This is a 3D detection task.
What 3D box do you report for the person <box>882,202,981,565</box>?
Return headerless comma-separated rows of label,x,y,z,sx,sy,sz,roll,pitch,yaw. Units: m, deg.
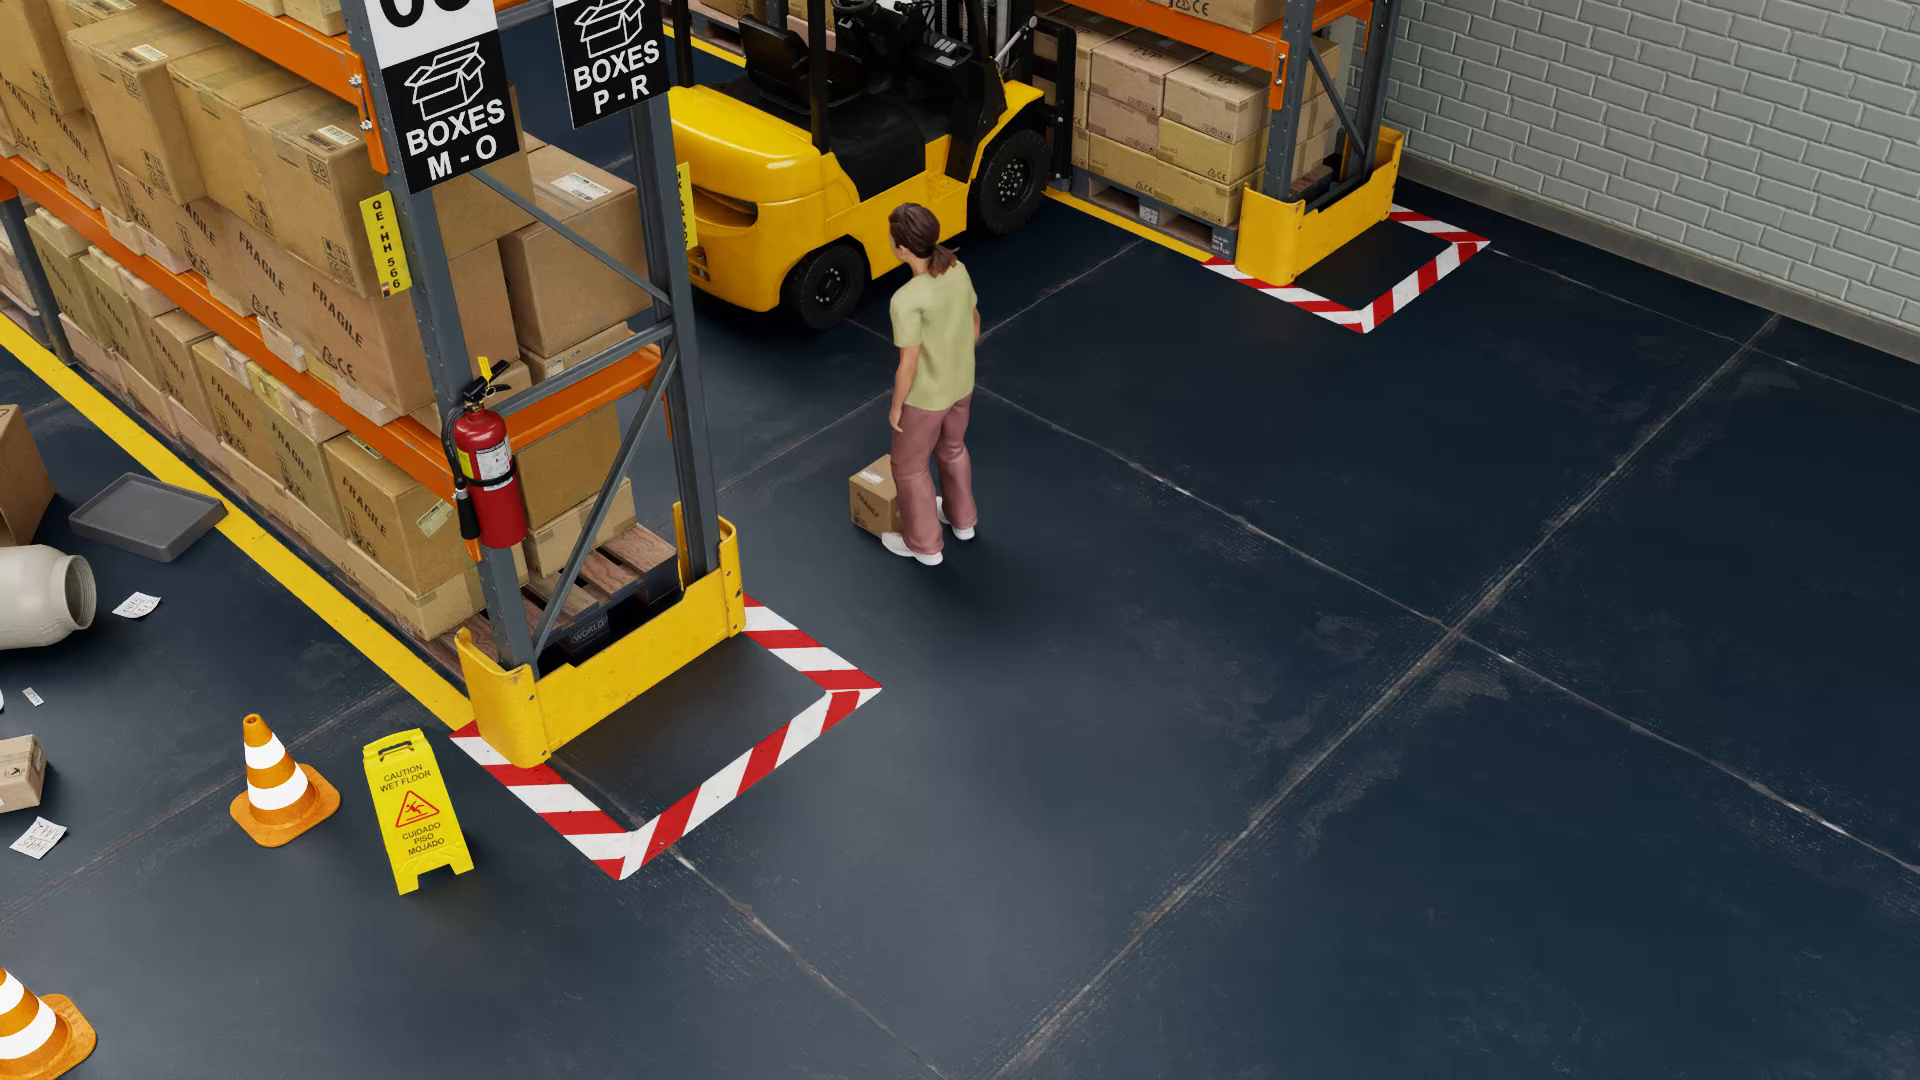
person,-0.129,-0.631,6.922,0.357,1.672,0.499,28,47,30
